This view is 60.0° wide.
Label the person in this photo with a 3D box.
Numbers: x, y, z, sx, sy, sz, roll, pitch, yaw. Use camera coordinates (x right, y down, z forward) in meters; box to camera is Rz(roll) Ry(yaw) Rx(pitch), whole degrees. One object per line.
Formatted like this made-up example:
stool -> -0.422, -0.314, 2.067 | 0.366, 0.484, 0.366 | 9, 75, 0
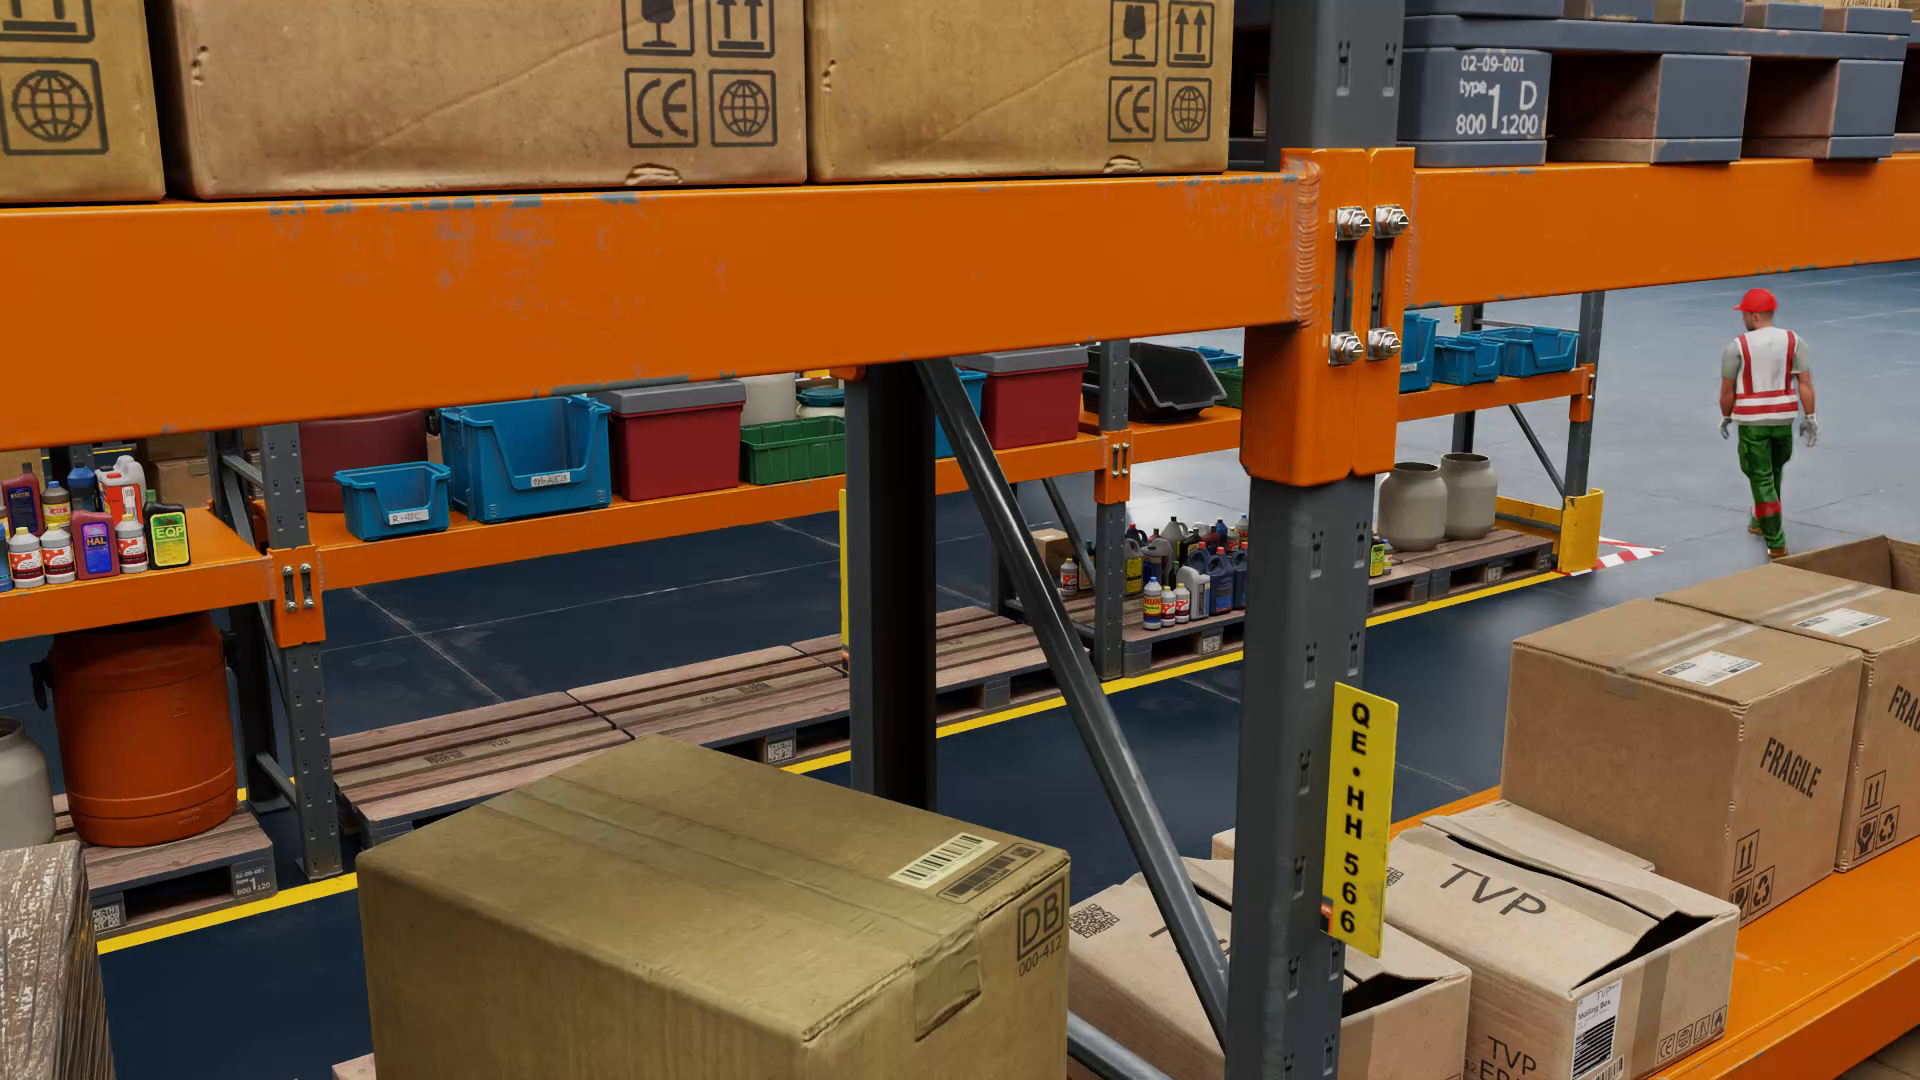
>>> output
person -> 5.331, -0.813, 11.115 | 0.615, 1.736, 0.897 | 1, 14, 4
